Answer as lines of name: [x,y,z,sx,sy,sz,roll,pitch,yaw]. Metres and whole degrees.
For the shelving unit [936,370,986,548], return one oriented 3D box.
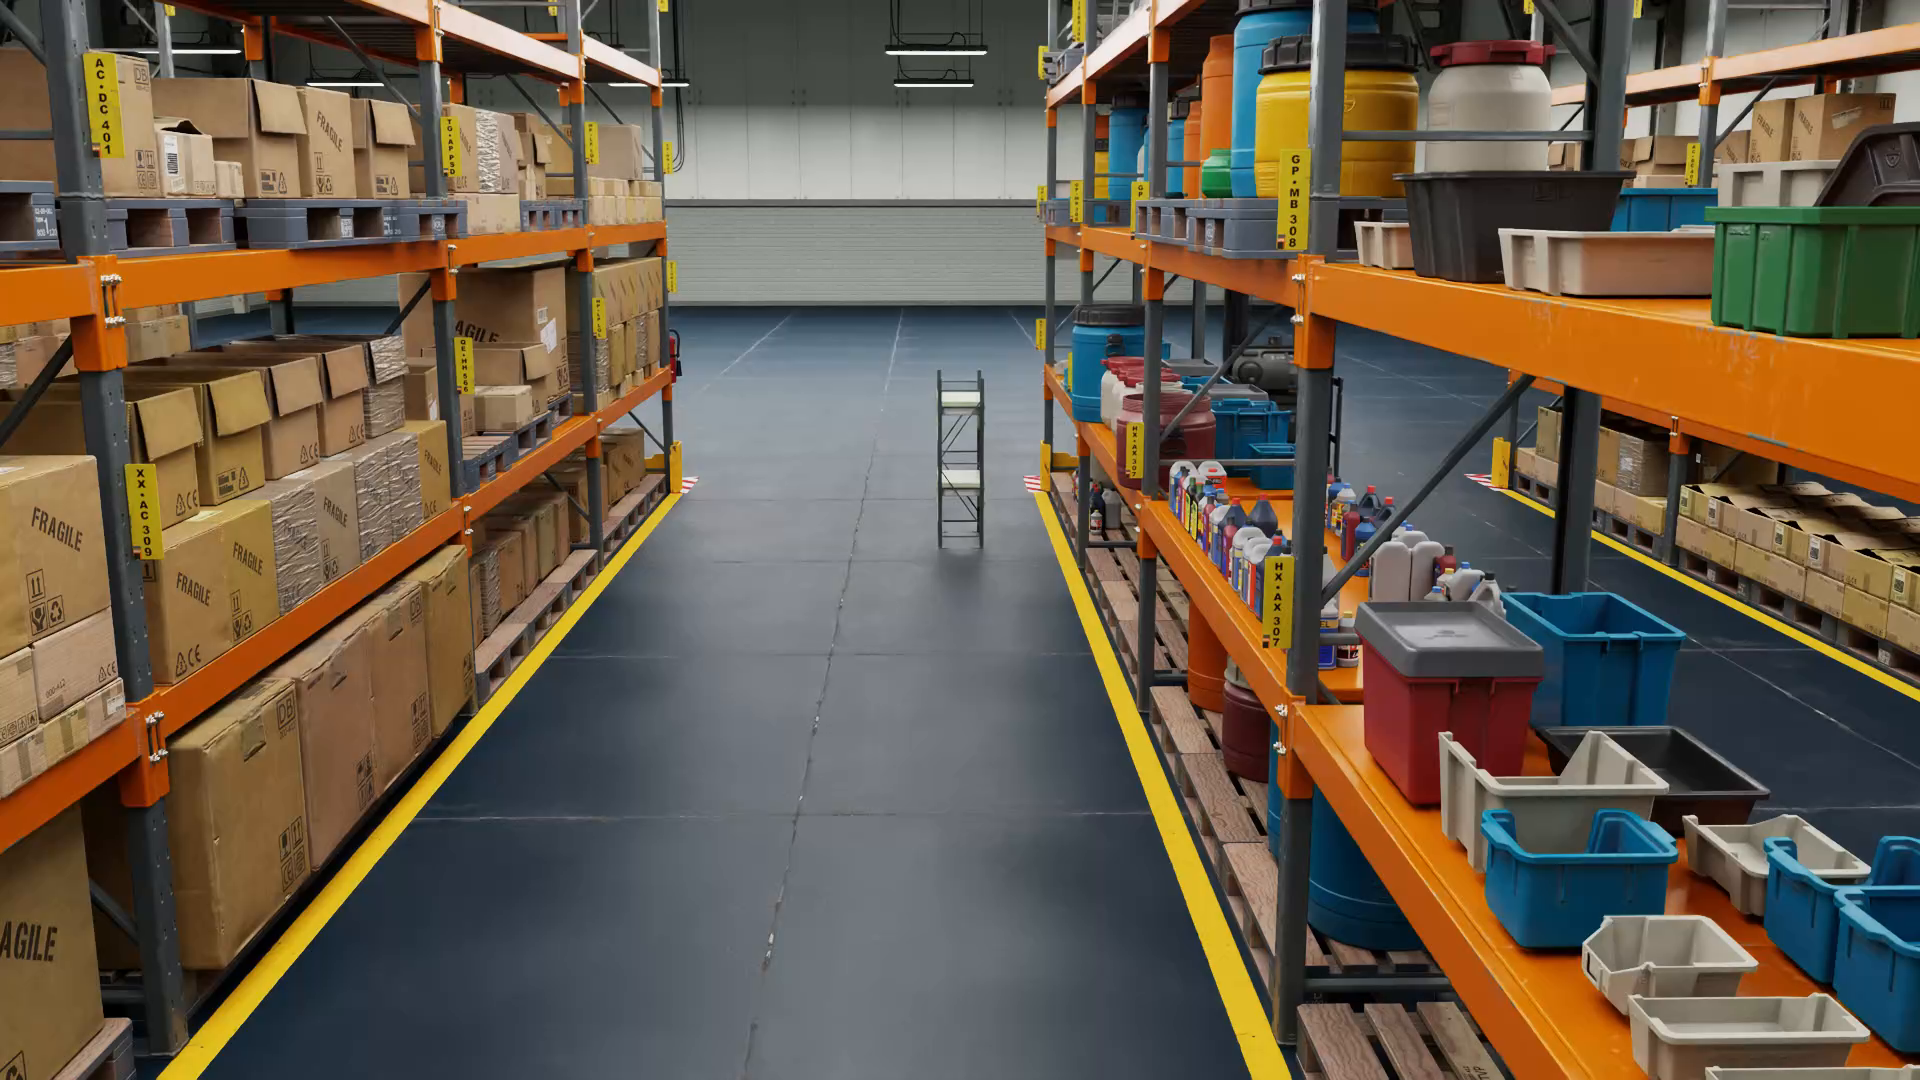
shelving unit: [0.000,-0.736,14.917,0.431,1.500,0.755,0,11,-1]

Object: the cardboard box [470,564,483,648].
cardboard box: [-3.419,0.453,10.464,0.700,0.500,0.500,-1,11,-4]

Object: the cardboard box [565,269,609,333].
cardboard box: [-3.223,-1.994,13.830,0.500,0.500,0.500,0,11,-1]

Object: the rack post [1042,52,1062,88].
rack post: [1.290,-4.579,16.252,0.937,0.300,0.954,1,12,5]

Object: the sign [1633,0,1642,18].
sign: [6.897,-5.490,16.939,0.100,0.325,0.005,0,11,-1]

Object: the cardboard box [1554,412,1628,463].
cardboard box: [6.178,-0.974,16.287,0.500,0.500,0.500,0,11,-1]

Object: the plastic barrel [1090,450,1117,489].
plastic barrel: [1.502,-0.791,16.614,0.421,0.512,0.421,0,11,0]

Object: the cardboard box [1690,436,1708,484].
cardboard box: [6.722,-0.677,14.827,0.500,0.500,0.500,0,11,-1]

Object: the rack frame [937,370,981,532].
rack frame: [-0.008,-0.809,15.275,0.400,1.500,0.023,0,11,-1]

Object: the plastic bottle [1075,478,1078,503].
plastic bottle: [1.134,-0.483,15.651,0.097,0.271,0.097,0,11,0]

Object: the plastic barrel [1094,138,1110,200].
plastic barrel: [1.552,-3.576,16.069,0.600,0.588,0.600,0,11,0]

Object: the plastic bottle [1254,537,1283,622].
plastic bottle: [1.299,0.157,6.865,0.144,0.351,0.185,0,11,-1]

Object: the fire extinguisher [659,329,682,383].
fire extinguisher: [-3.092,-2.001,17.571,0.296,0.674,0.183,0,11,-1]

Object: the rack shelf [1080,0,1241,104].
rack shelf: [1.525,-3.233,11.178,1.077,0.370,4.000,0,11,-1]

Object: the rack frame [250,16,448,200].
rack frame: [-3.385,-3.364,9.007,1.000,3.000,0.127,0,11,-1]

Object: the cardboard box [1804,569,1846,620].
cardboard box: [6.243,0.372,11.541,0.500,0.250,0.500,0,11,0]

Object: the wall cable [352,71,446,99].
wall cable: [-15.962,-12.269,48.010,3.097,2.526,0.112,0,11,-1]

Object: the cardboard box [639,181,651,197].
cardboard box: [-3.200,-3.396,16.085,0.380,0.149,0.250,0,11,-1]

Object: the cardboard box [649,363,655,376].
cardboard box: [-3.277,-1.736,16.703,0.380,0.149,0.250,0,11,-1]

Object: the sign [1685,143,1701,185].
sign: [5.882,-3.019,13.350,0.100,0.325,0.005,0,11,-1]

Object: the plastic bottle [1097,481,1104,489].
plastic bottle: [1.279,-0.386,15.141,0.061,0.283,0.133,0,11,-1]

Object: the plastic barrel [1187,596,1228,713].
plastic barrel: [1.594,0.511,9.399,0.600,0.830,0.708,0,11,-1]

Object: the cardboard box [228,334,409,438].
cardboard box: [-3.386,-0.819,8.777,0.797,0.503,0.637,0,11,1]

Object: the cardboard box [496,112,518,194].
cardboard box: [-3.162,-2.483,10.701,0.500,0.500,0.500,-1,11,-3]

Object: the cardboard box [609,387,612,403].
cardboard box: [-3.197,-1.239,14.254,0.380,0.149,0.250,0,11,-1]

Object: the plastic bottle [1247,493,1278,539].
plastic bottle: [1.430,-0.053,7.898,0.144,0.351,0.185,0,11,-1]

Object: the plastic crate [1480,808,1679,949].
plastic crate: [1.433,0.792,3.883,0.416,0.233,0.300,0,11,-1]

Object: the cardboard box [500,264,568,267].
cardboard box: [-3.773,-2.191,14.799,0.500,0.500,0.500,0,11,-1]

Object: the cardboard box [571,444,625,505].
cardboard box: [-3.514,-0.627,15.838,0.500,0.500,0.500,1,11,4]

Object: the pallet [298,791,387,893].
pallet: [-3.422,1.342,7.914,1.003,0.211,1.213,0,11,-1]

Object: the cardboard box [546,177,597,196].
cardboard box: [-3.166,-2.877,13.525,0.380,0.149,0.250,-1,11,-3]

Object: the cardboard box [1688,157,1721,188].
cardboard box: [6.678,-3.168,14.403,0.500,0.311,0.500,-1,12,-4]

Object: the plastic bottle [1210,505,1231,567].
plastic bottle: [1.281,-0.020,7.927,0.152,0.276,0.135,0,11,-1]

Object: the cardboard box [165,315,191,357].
cardboard box: [-8.459,-2.014,17.063,0.875,0.550,0.550,0,11,-1]

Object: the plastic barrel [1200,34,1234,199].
plastic barrel: [1.575,-2.218,8.765,0.600,0.830,0.708,0,11,-1]

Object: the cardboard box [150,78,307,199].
cardboard box: [-3.322,-1.744,7.252,0.797,0.503,0.637,0,11,-2]

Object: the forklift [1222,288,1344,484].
forklift: [3.129,-1.707,16.099,1.130,2.935,3.031,0,11,-1]

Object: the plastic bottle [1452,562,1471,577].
plastic bottle: [2.038,0.225,6.731,0.097,0.271,0.097,0,11,0]

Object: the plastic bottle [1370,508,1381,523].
plastic bottle: [1.971,-0.018,7.895,0.061,0.283,0.133,0,11,-1]

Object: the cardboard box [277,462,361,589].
cardboard box: [-3.099,-0.072,7.619,0.500,0.500,0.500,0,11,0]

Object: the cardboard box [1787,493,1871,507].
cardboard box: [6.748,-0.209,12.995,0.500,0.311,0.500,0,11,0]

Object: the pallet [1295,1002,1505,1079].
pallet: [1.703,1.864,5.342,1.003,0.211,1.213,0,11,-1]

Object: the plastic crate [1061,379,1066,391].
plastic crate: [1.197,-1.432,15.235,0.530,0.136,0.437,0,11,-1]

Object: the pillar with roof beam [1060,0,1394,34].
pillar with roof beam: [7.262,-10.825,45.786,9.100,9.000,0.548,0,11,-1]

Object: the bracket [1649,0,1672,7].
bracket: [11.591,-8.945,27.464,0.235,0.232,0.430,0,11,-1]

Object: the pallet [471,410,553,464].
pallet: [-3.467,-0.723,11.561,1.003,0.211,1.213,0,11,-1]

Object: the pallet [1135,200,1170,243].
pallet: [1.485,-1.669,8.673,1.003,0.211,1.213,0,11,-1]

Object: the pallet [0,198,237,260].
pallet: [-3.371,-1.187,6.302,0.805,0.209,1.217,-1,11,-3]

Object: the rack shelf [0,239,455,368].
rack shelf: [-3.344,-1.144,7.417,1.077,0.370,4.000,0,11,-1]

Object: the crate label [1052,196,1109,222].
crate label: [1.110,-3.058,15.418,0.502,0.251,0.408,0,11,-1]

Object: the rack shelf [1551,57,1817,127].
rack shelf: [6.395,-4.048,15.194,1.077,0.370,4.000,0,11,-1]

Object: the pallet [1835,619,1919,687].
pallet: [6.541,0.739,10.885,1.003,0.211,1.213,0,11,-1]

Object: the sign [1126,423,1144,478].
sign: [1.017,-0.520,9.670,0.100,0.325,0.005,0,11,-1]

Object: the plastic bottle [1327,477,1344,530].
plastic bottle: [1.995,-0.195,8.799,0.097,0.271,0.097,0,11,0]

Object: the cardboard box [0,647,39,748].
cardboard box: [-3.018,0.489,4.735,0.500,0.250,0.500,0,11,1]

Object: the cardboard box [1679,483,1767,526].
cardboard box: [6.196,-0.309,13.486,0.500,0.311,0.500,0,11,-1]

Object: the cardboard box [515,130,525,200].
cardboard box: [-3.537,-2.664,11.787,0.797,0.503,0.637,0,11,1]

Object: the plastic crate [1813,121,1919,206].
plastic crate: [1.975,-0.598,3.076,0.504,0.338,0.767,0,11,-1]

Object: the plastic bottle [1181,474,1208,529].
plastic bottle: [1.262,-0.204,8.832,0.152,0.276,0.135,0,11,-1]

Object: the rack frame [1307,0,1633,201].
rack frame: [1.649,-2.589,5.188,1.000,3.000,0.127,0,11,-1]
